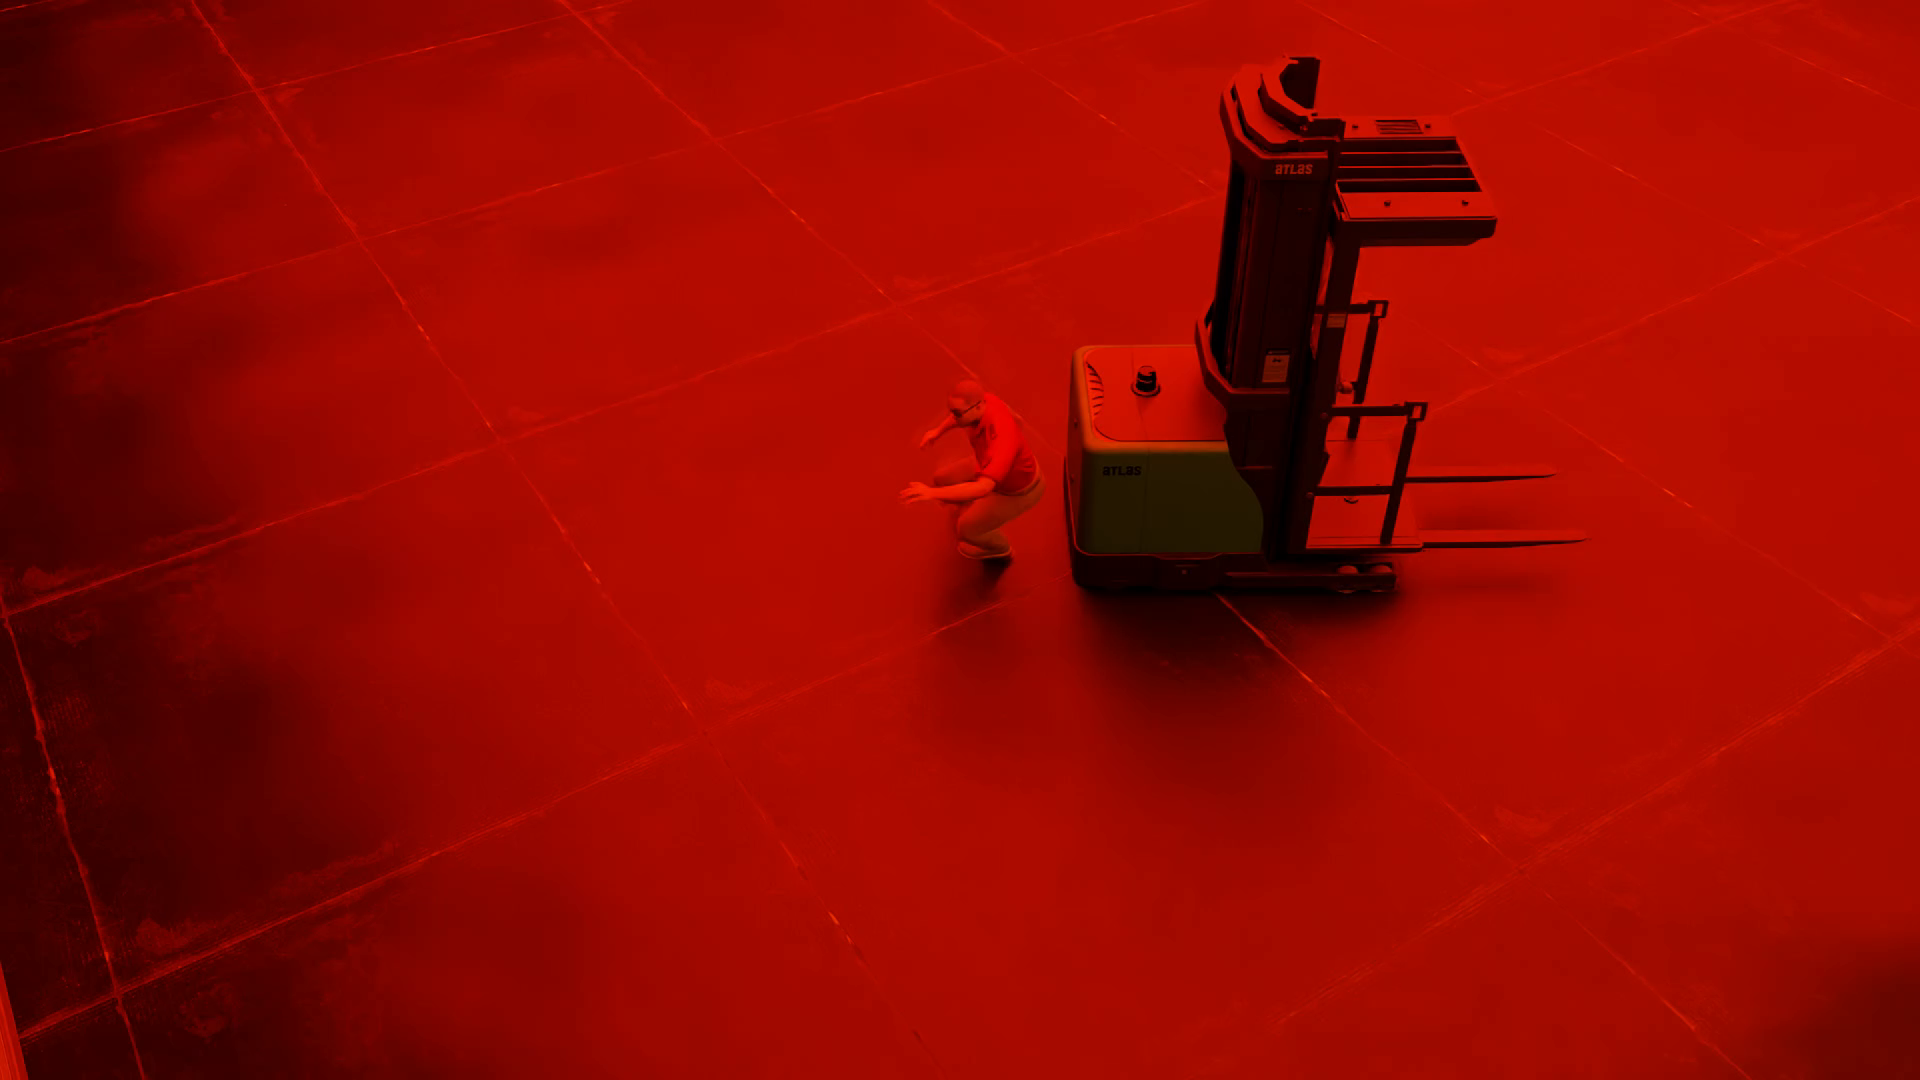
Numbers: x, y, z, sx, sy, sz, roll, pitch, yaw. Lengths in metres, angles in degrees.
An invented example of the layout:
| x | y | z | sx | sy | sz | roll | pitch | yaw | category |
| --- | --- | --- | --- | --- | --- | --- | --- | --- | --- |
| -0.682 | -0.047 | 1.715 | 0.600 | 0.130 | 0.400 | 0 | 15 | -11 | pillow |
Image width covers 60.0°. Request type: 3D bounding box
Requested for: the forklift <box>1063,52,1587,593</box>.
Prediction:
| x | y | z | sx | sy | sz | roll | pitch | yaw | category |
| --- | --- | --- | --- | --- | --- | --- | --- | --- | --- |
| 2.165 | -1.144 | 9.179 | 3.031 | 2.935 | 1.130 | -1 | 41 | -1 | forklift |

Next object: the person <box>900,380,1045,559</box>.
| x | y | z | sx | sy | sz | roll | pitch | yaw | category |
| --- | --- | --- | --- | --- | --- | --- | --- | --- | --- |
| -0.030 | -0.378 | 9.424 | 0.935 | 1.493 | 1.188 | -15 | 43 | -16 | person |
